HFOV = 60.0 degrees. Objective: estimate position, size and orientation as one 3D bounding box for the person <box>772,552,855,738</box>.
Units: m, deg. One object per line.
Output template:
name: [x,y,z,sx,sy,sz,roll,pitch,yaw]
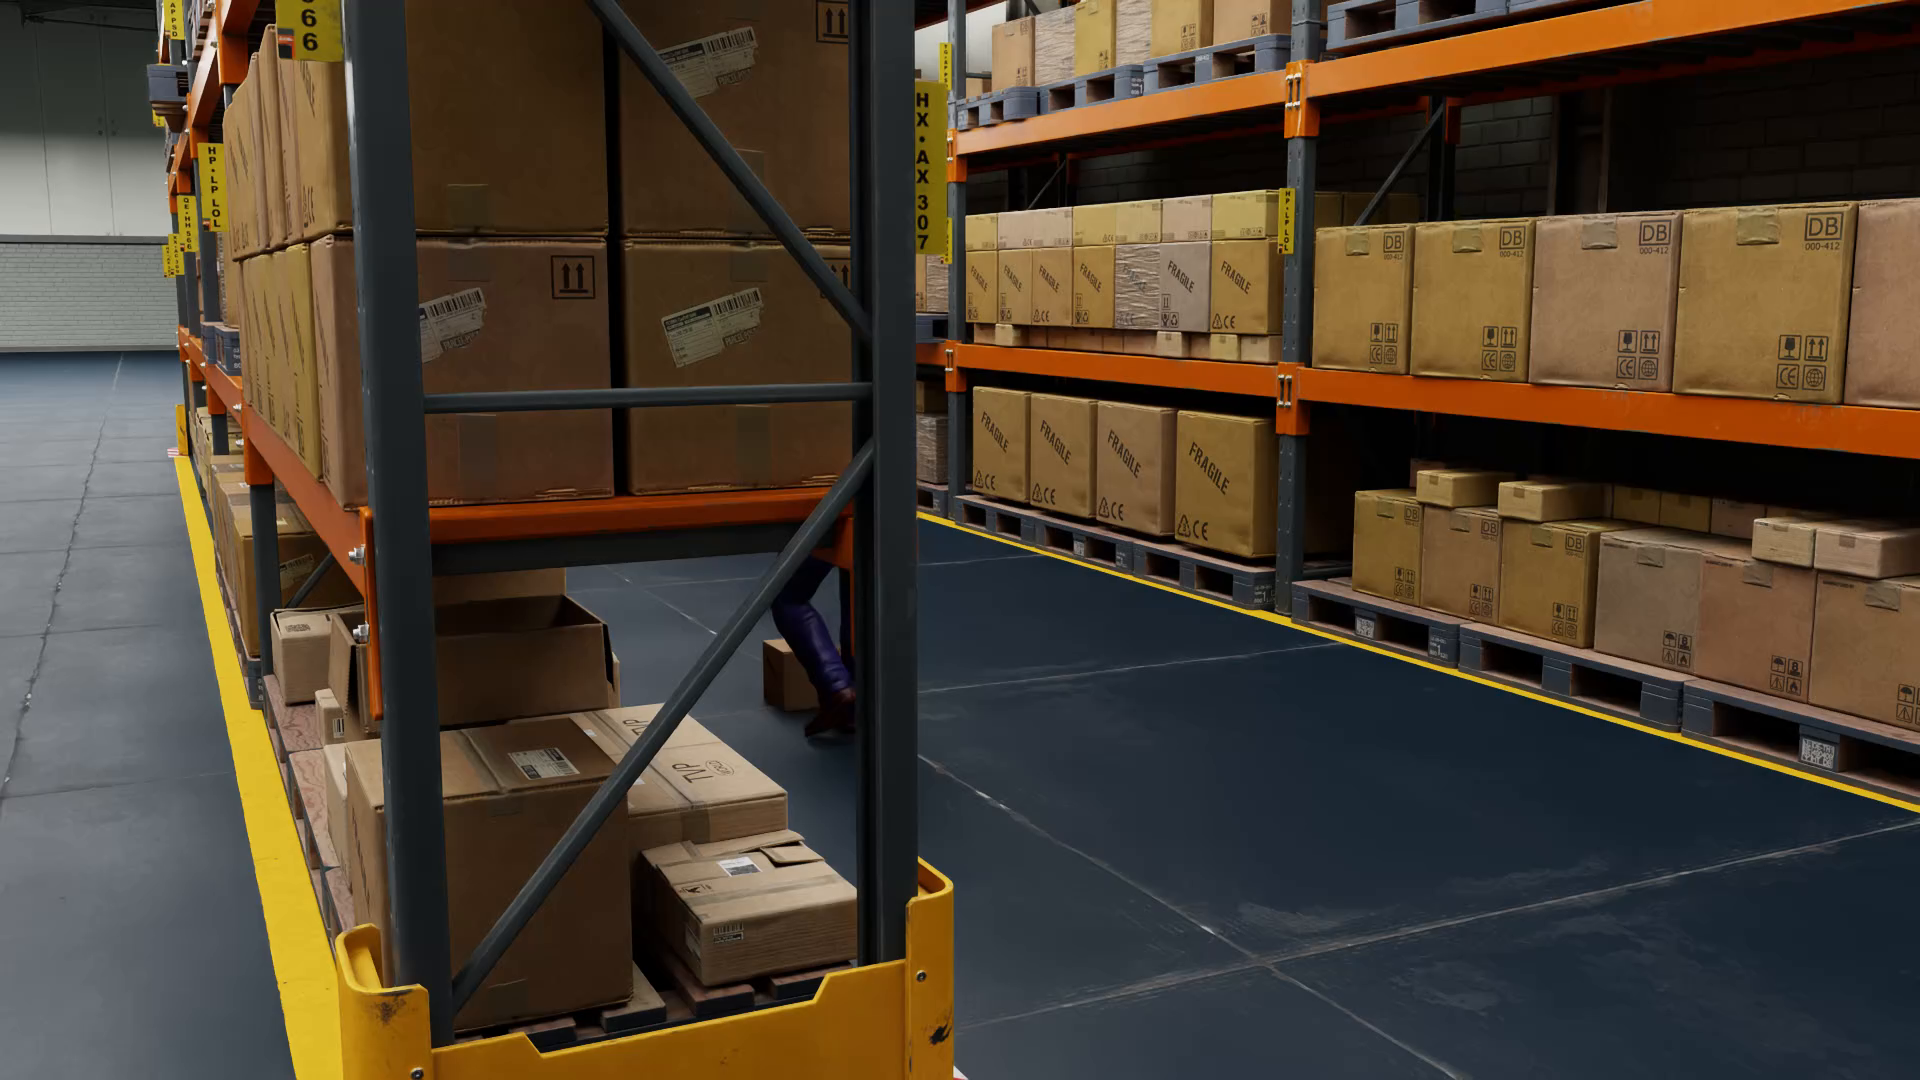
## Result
person: [-0.426,-0.072,6.361,0.538,1.646,0.461,-5,10,-32]
